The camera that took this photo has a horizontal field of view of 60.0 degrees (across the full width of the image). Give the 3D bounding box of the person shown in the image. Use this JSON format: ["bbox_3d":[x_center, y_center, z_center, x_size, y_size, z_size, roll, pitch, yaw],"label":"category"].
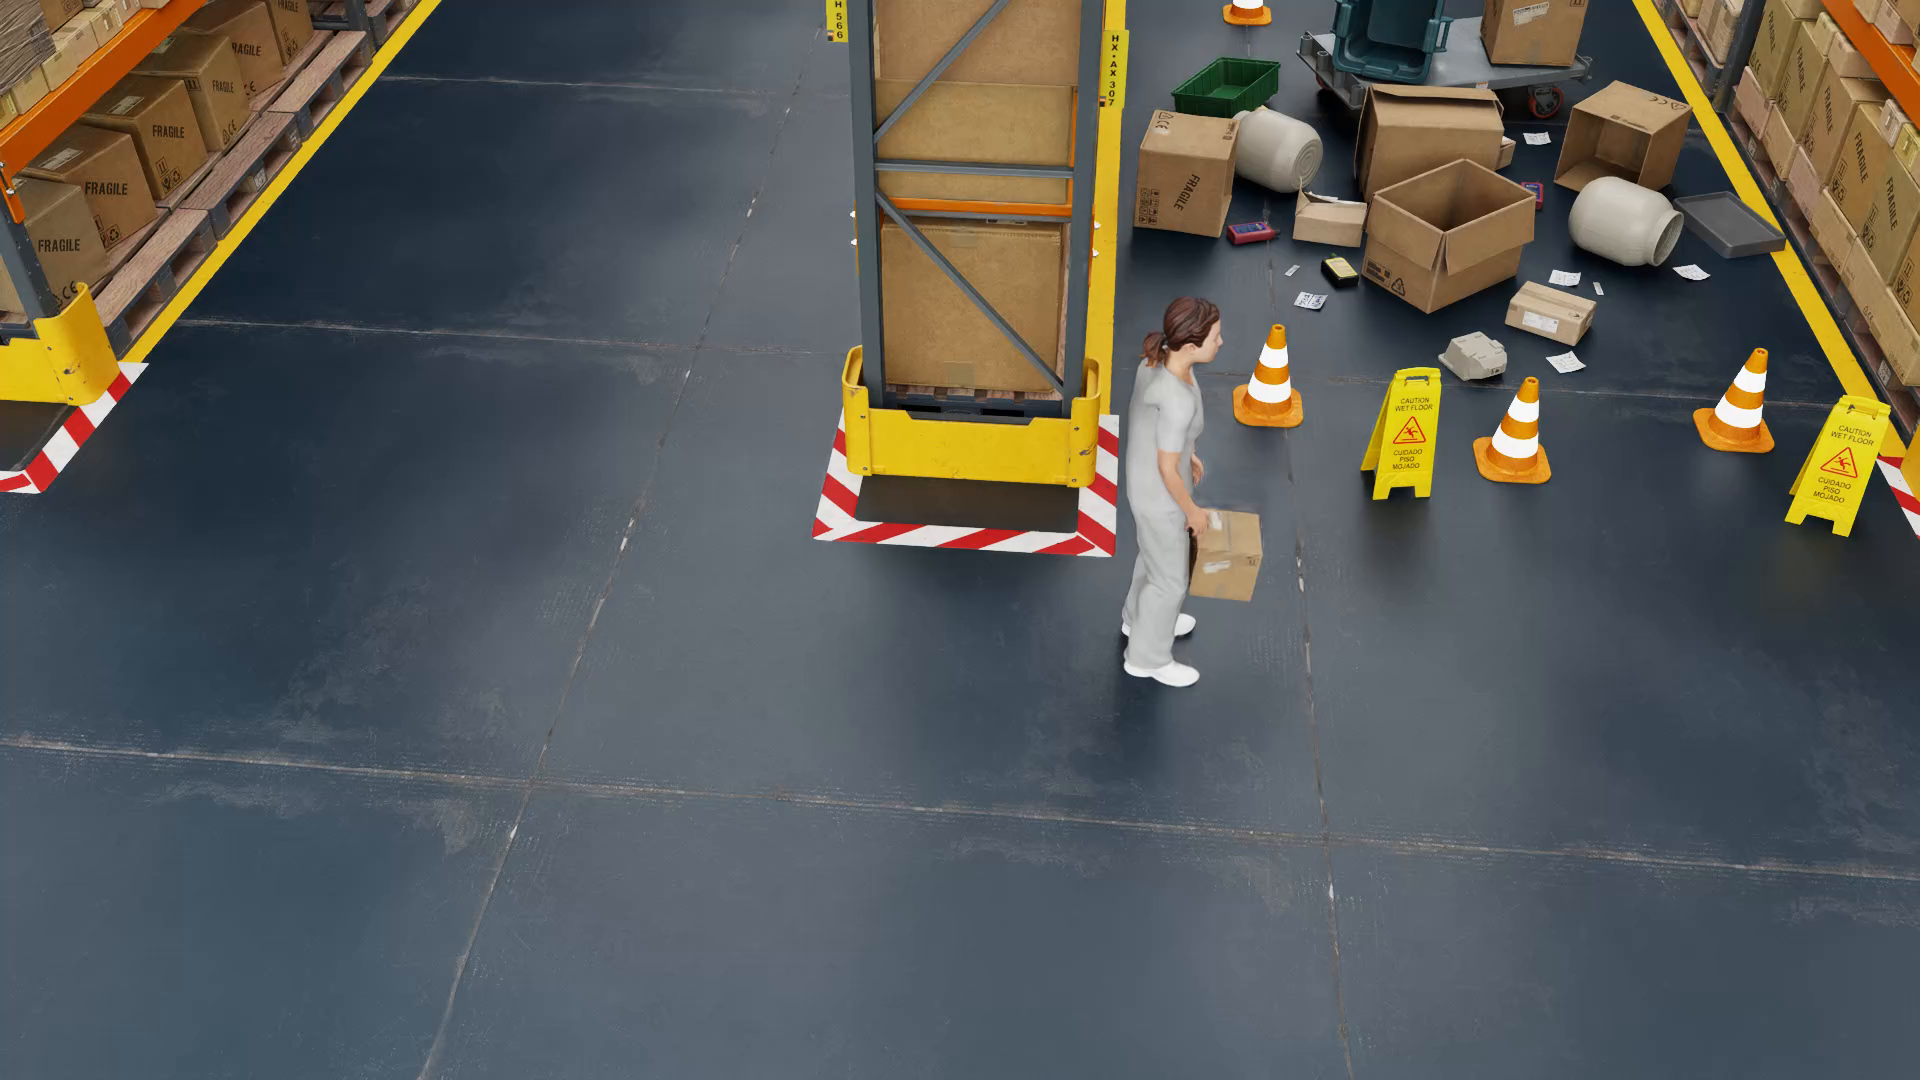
[{"bbox_3d":[0.804,-0.196,6.388,0.359,1.676,0.474,2,40,3],"label":"person"}]
